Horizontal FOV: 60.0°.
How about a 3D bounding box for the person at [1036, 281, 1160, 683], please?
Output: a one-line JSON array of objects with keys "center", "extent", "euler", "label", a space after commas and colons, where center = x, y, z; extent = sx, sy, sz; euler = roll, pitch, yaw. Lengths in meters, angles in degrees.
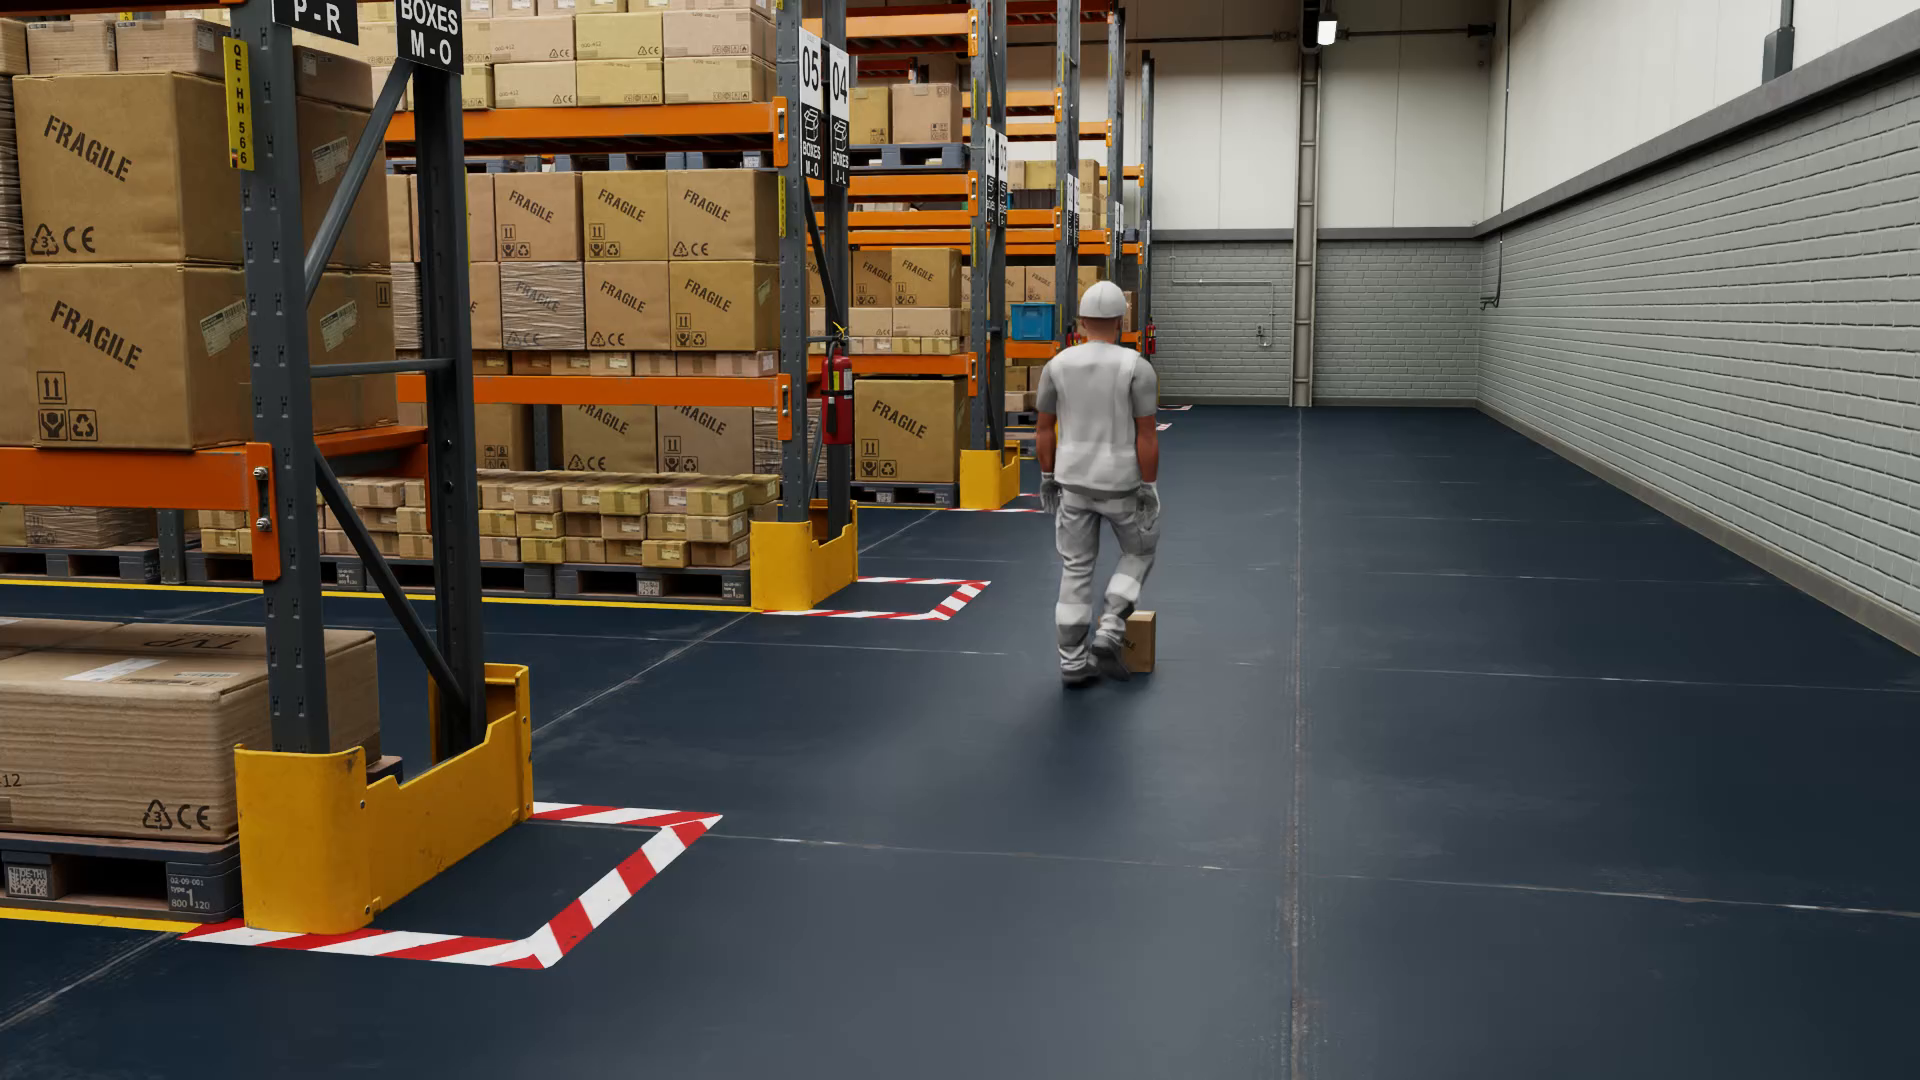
[{"center": [0.626, -0.242, 7.353], "extent": [0.584, 1.787, 0.504], "euler": [3, 8, 21], "label": "person"}]
